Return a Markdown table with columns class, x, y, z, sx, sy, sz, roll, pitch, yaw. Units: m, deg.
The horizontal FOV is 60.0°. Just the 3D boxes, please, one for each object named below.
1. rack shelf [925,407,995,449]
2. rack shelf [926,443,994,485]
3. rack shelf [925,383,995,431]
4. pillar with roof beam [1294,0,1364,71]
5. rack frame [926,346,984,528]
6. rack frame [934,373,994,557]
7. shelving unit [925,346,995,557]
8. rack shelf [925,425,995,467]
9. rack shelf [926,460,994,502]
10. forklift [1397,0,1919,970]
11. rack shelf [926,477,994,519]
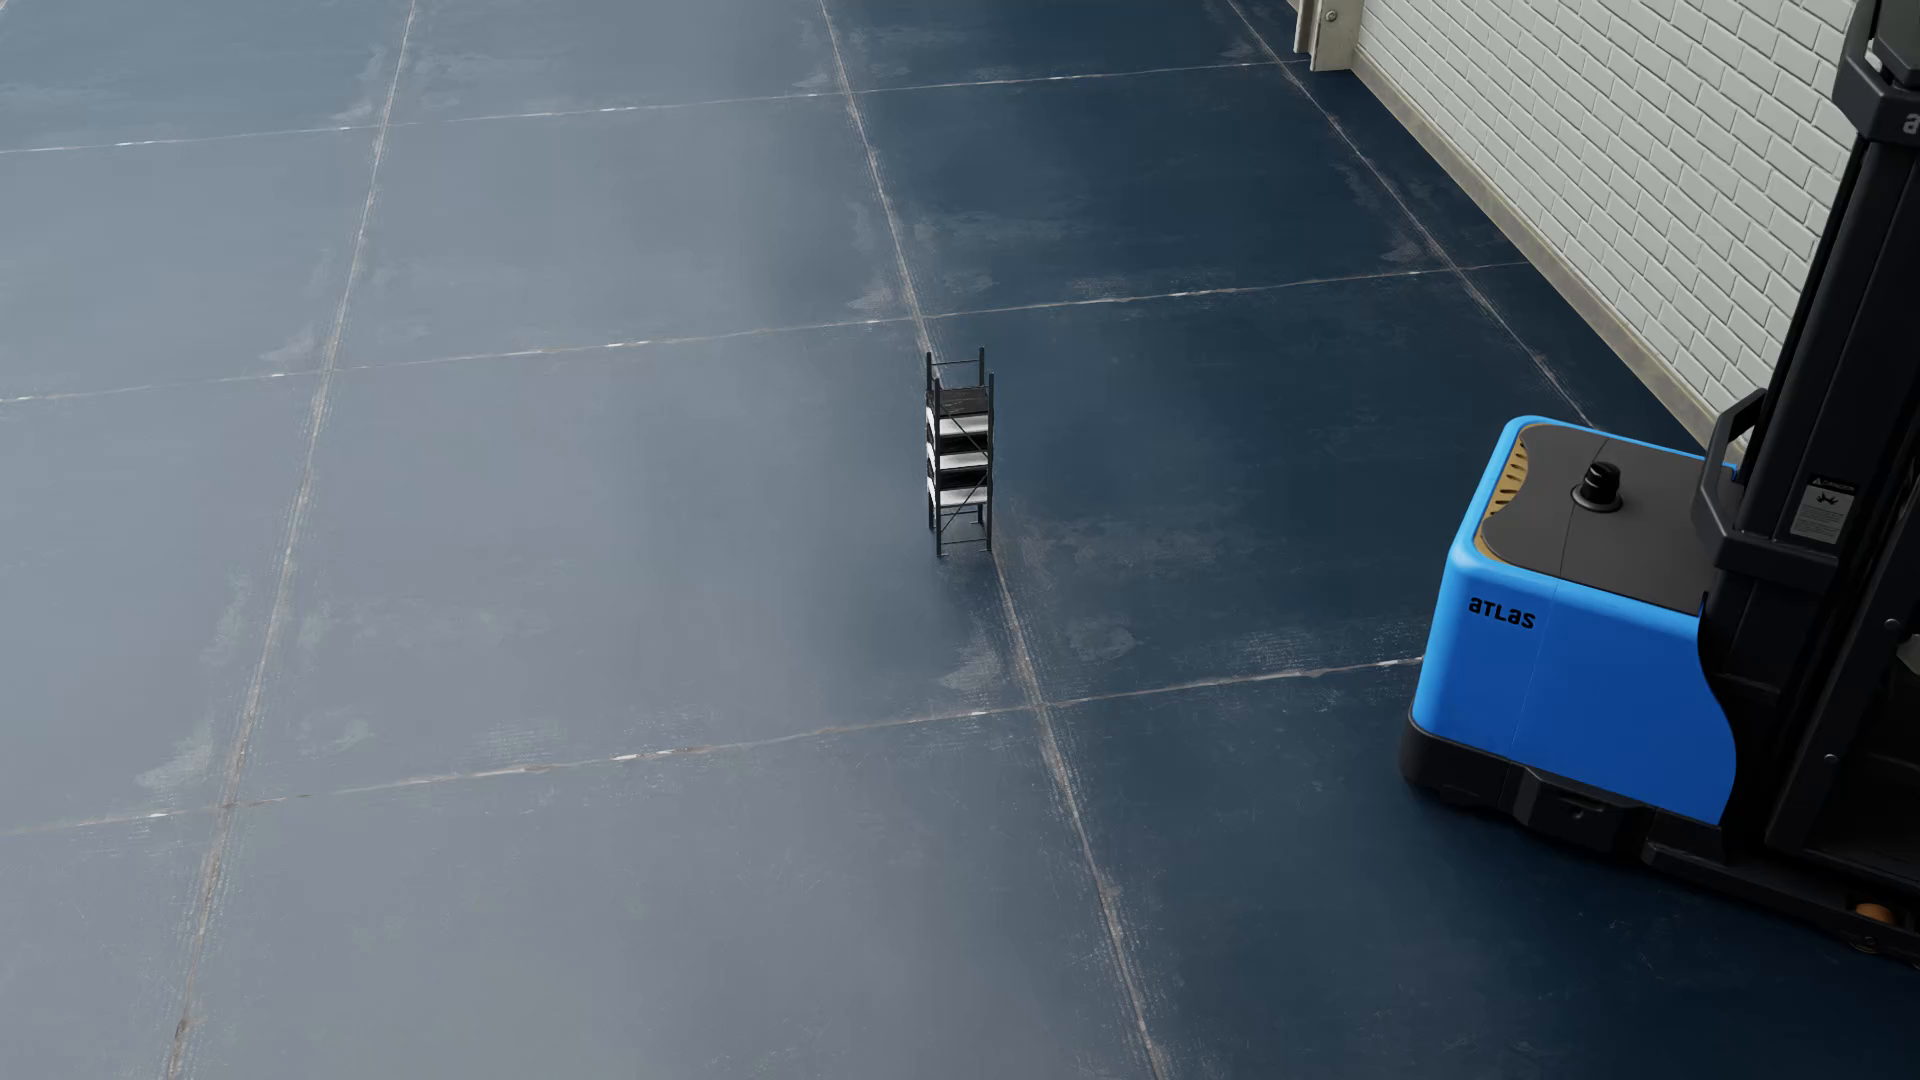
| class | x | y | z | sx | sy | sz | roll | pitch | yaw |
| --- | --- | --- | --- | --- | --- | --- | --- | --- | --- |
| rack shelf | -0.001 | -0.476 | 6.890 | 0.258 | 0.077 | 0.200 | -6 | 38 | -8 |
| rack shelf | -0.001 | -0.334 | 7.001 | 0.258 | 0.077 | 0.200 | -6 | 38 | -8 |
| rack shelf | -0.001 | -0.547 | 6.835 | 0.258 | 0.077 | 0.200 | -6 | 38 | -8 |
| pillar with roof beam | -1.711 | -6.432 | 8.195 | 9.100 | 9.000 | 0.400 | -6 | 38 | -8 |
| rack frame | -0.019 | -0.422 | 7.059 | 0.240 | 0.900 | 0.006 | -6 | 38 | -8 |
| rack frame | 0.016 | -0.299 | 6.901 | 0.240 | 0.900 | 0.006 | -6 | 38 | -8 |
| shelving unit | -0.001 | -0.360 | 6.980 | 0.258 | 0.900 | 0.210 | -6 | 38 | -8 |
| rack shelf | -0.001 | -0.405 | 6.945 | 0.258 | 0.077 | 0.200 | -6 | 38 | -8 |
| rack shelf | -0.001 | -0.263 | 7.056 | 0.258 | 0.077 | 0.200 | -6 | 38 | -8 |
| forklift | 3.151 | -0.115 | 5.008 | 3.031 | 2.935 | 1.130 | 17 | 41 | 21 |
| rack shelf | -0.001 | -0.192 | 7.111 | 0.258 | 0.077 | 0.200 | -6 | 38 | -8 |
